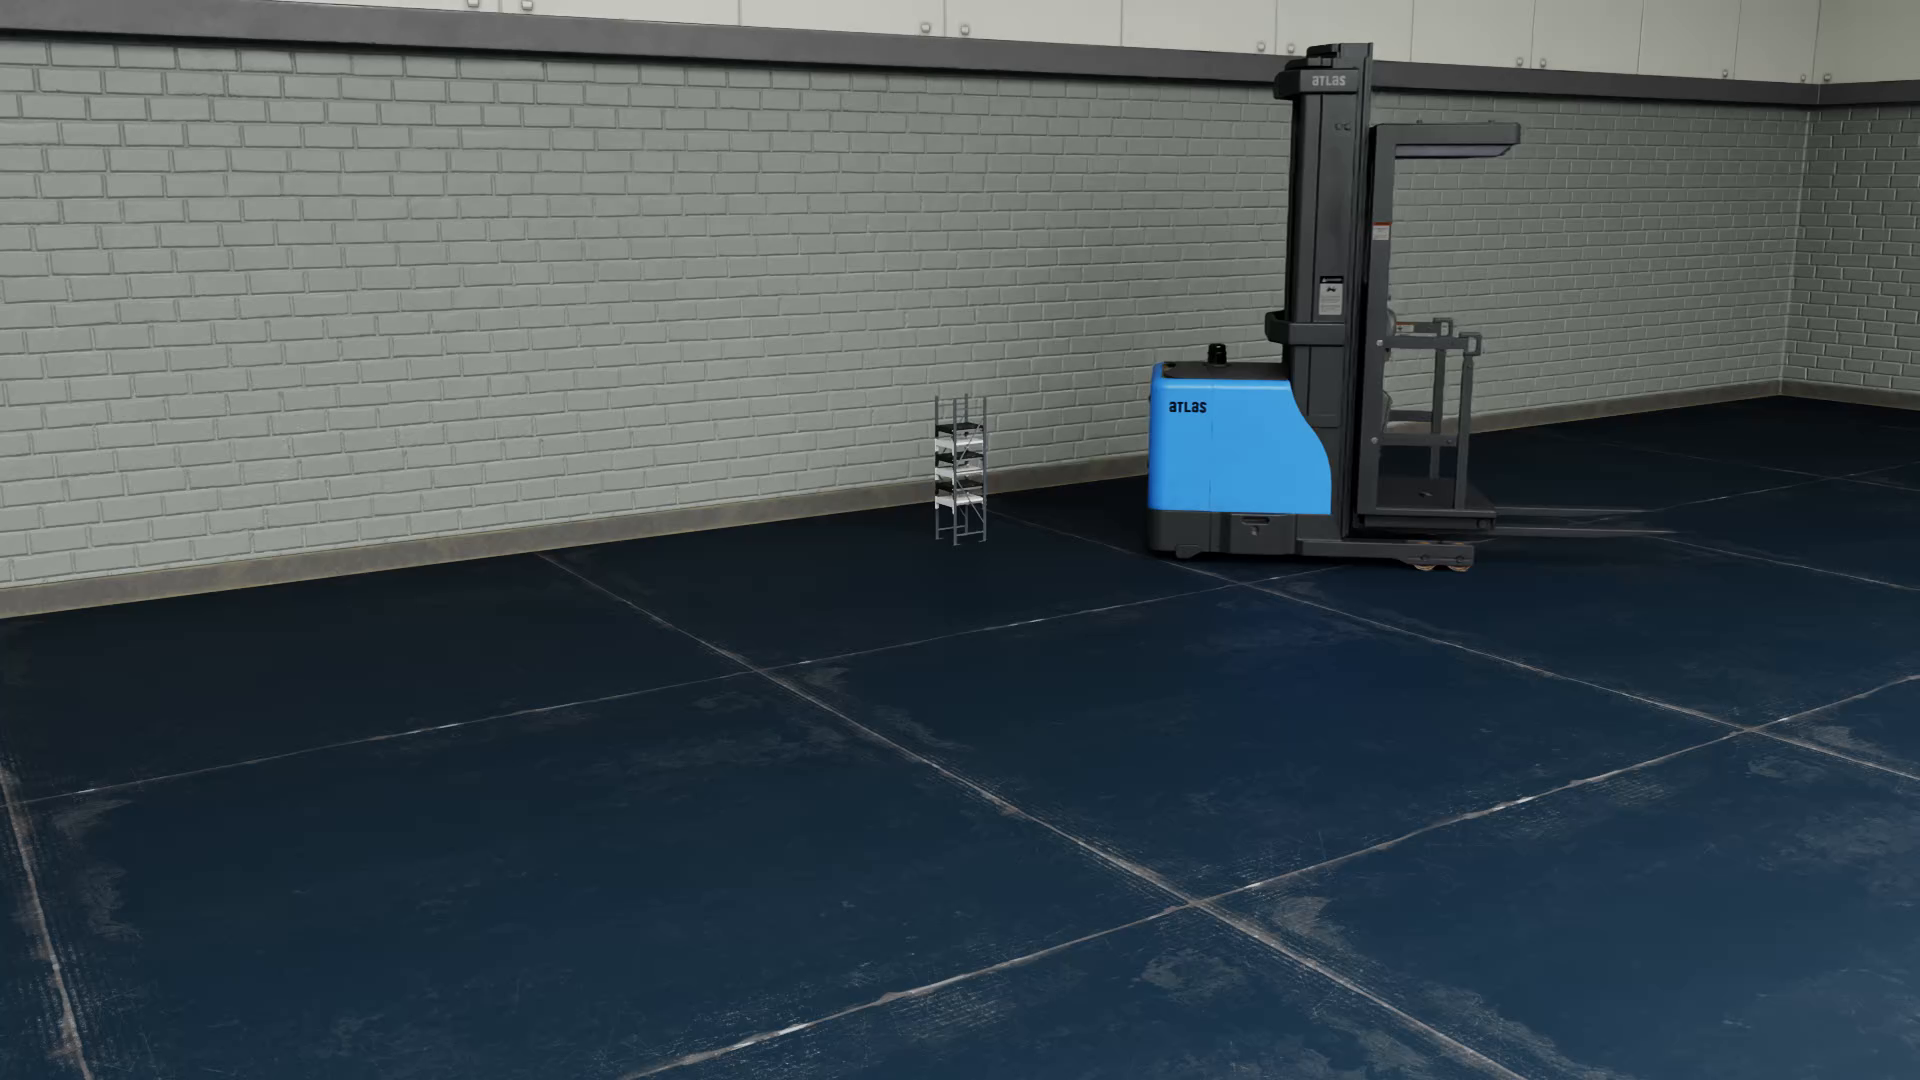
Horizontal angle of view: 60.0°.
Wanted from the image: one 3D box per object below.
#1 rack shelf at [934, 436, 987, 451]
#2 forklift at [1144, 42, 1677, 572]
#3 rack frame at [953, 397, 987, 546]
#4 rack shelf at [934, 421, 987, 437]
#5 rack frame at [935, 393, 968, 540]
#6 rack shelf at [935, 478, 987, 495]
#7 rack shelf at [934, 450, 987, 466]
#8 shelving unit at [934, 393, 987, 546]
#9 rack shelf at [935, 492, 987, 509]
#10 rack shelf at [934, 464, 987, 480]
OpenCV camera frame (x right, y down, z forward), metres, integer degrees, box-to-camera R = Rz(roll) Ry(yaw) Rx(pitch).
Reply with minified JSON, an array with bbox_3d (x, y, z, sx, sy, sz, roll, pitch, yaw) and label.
[{"bbox_3d":[0.004,-0.581,10.228,0.258,0.077,0.200,-8,15,-33],"label":"rack shelf"},{"bbox_3d":[2.649,-1.371,9.770,3.031,2.935,1.130,2,12,7],"label":"forklift"},{"bbox_3d":[0.061,-0.420,10.176,0.240,0.900,0.006,-8,15,-33],"label":"rack frame"},{"bbox_3d":[0.004,-0.669,10.208,0.258,0.077,0.200,-8,15,-33],"label":"rack shelf"},{"bbox_3d":[-0.052,-0.456,10.342,0.240,0.900,0.006,-8,15,-33],"label":"rack frame"},{"bbox_3d":[0.004,-0.318,10.285,0.258,0.077,0.200,-8,15,-33],"label":"rack shelf"},{"bbox_3d":[0.004,-0.494,10.247,0.258,0.077,0.200,-8,15,-33],"label":"rack shelf"},{"bbox_3d":[0.004,-0.438,10.259,0.258,0.900,0.210,-8,15,-33],"label":"shelving unit"},{"bbox_3d":[0.004,-0.230,10.305,0.258,0.077,0.200,-8,15,-33],"label":"rack shelf"},{"bbox_3d":[0.004,-0.406,10.266,0.258,0.077,0.200,-8,15,-33],"label":"rack shelf"}]
